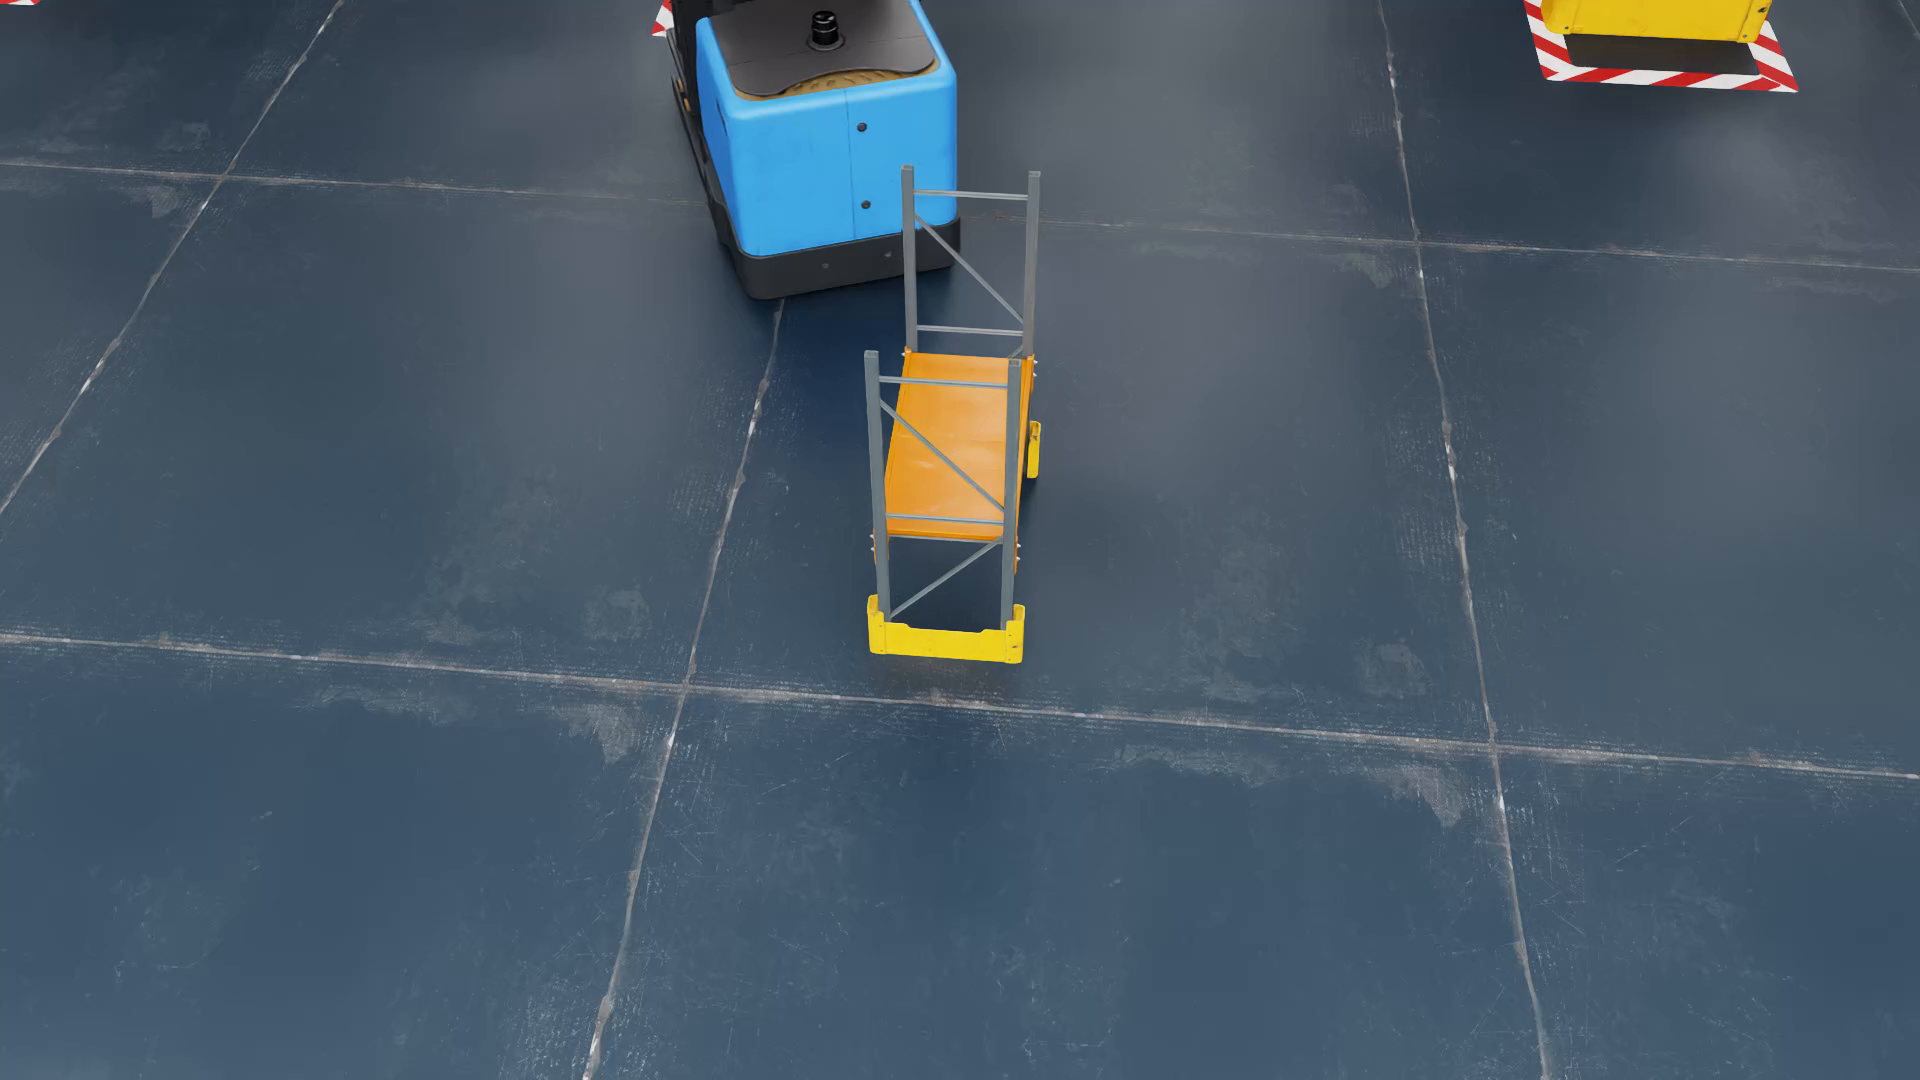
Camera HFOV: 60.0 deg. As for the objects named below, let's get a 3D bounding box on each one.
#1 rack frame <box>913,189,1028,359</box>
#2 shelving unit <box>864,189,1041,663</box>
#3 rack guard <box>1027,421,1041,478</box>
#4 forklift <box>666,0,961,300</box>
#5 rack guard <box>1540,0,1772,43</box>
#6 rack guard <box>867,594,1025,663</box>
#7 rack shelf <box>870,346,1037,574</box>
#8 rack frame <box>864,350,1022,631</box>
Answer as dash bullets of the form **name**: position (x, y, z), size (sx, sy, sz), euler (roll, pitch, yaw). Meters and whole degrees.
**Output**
- **rack frame**: position (0.040, -0.817, 6.507), size (0.475, 1.308, 0.013), euler (4, 48, 4)
- **shelving unit**: position (-0.007, -0.450, 6.171), size (0.587, 1.500, 1.083), euler (4, 48, 4)
- **rack guard**: position (0.038, -0.394, 6.967), size (0.587, 0.250, 0.087), euler (4, 48, 4)
- **forklift**: position (-0.898, -3.215, 7.730), size (1.130, 2.935, 3.031), euler (-12, 49, -11)
- **rack guard**: position (3.916, -3.118, 9.289), size (1.175, 0.500, 0.348), euler (4, 48, 4)
- **rack guard**: position (-0.052, 0.338, 6.298), size (0.587, 0.250, 0.087), euler (4, 48, 4)
- **rack shelf**: position (-0.008, -0.322, 6.298), size (0.538, 0.185, 1.000), euler (4, 48, 4)
- **rack frame**: position (-0.054, -0.070, 5.824), size (0.500, 1.500, 0.032), euler (4, 48, 4)
